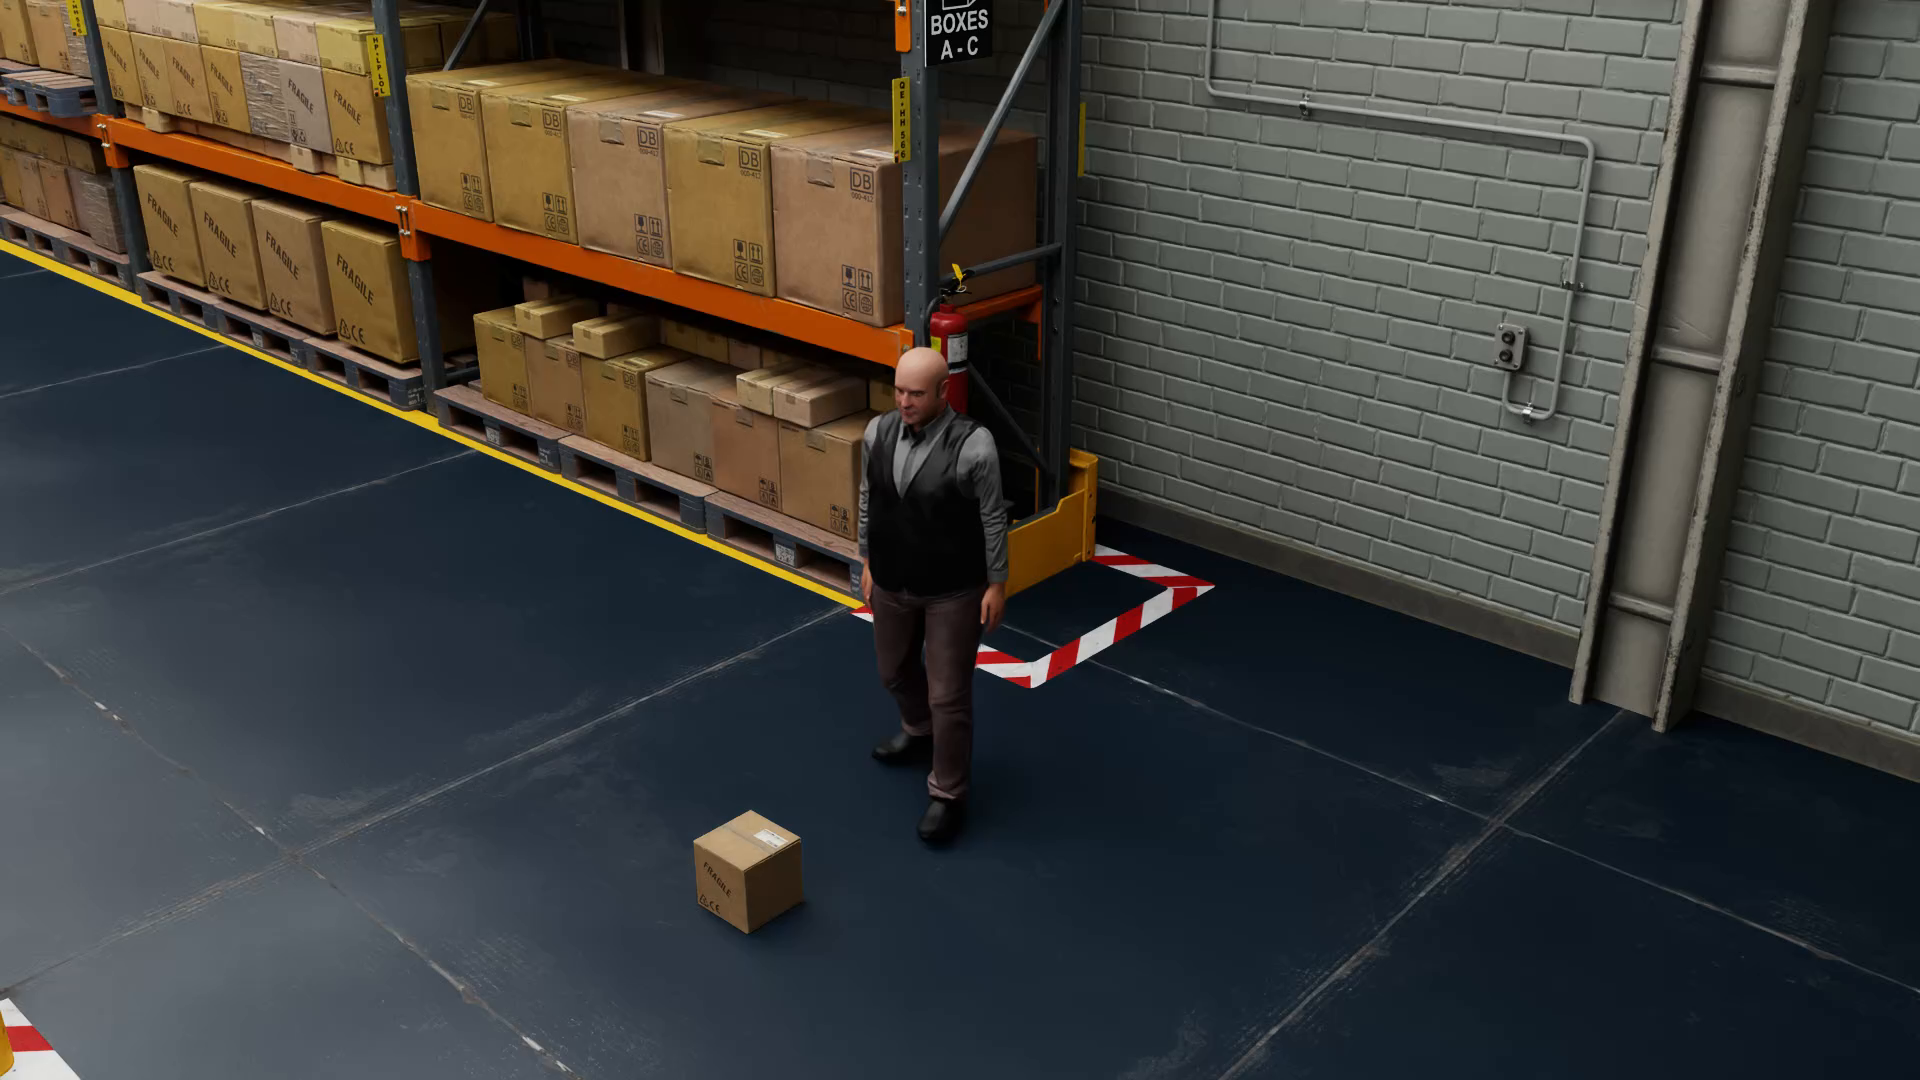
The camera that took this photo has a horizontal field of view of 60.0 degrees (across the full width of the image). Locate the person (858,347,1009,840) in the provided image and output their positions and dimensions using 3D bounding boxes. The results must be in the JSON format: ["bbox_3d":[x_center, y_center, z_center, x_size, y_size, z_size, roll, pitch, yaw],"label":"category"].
[{"bbox_3d":[-0.119,0.151,5.781,0.593,1.721,0.644,13,27,27],"label":"person"}]
